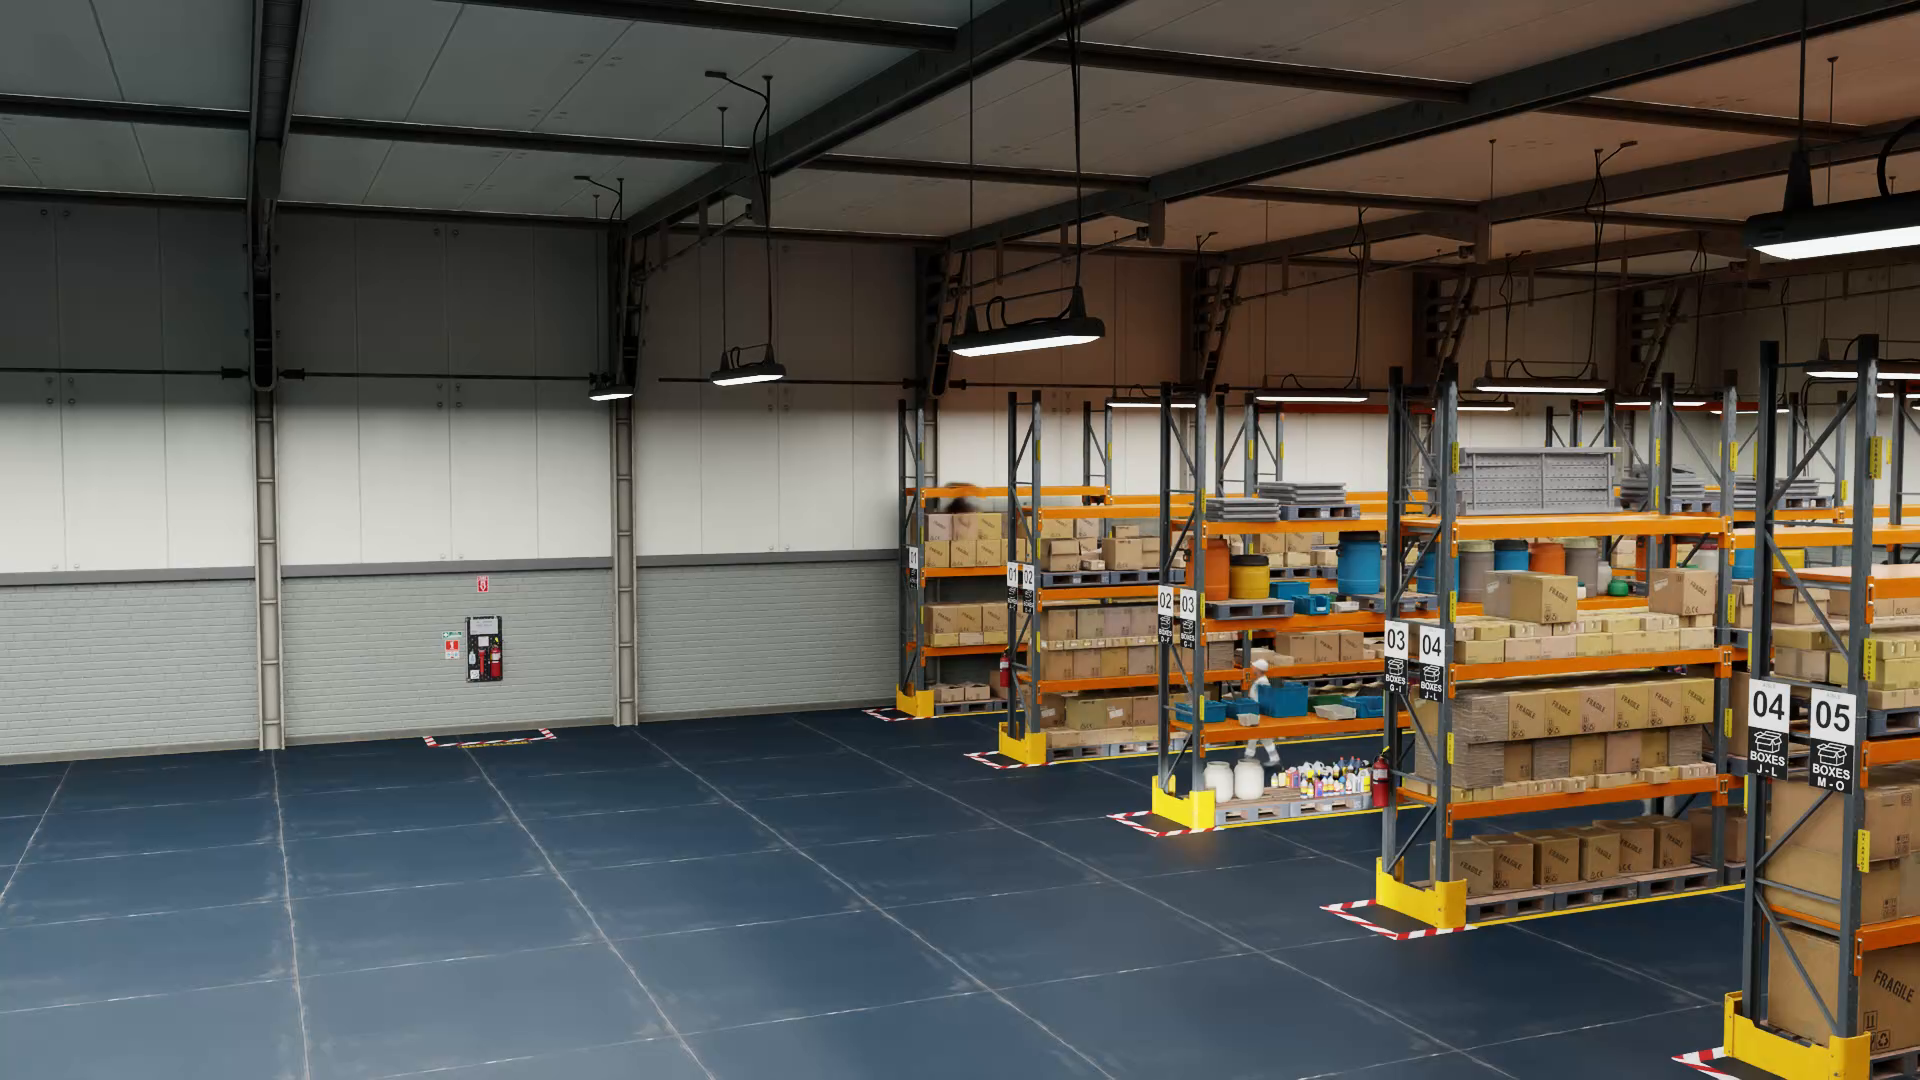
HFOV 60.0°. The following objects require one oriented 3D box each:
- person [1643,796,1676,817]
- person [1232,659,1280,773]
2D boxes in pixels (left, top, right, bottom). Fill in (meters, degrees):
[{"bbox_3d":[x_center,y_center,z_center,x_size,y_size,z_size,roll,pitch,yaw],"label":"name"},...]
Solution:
[{"bbox_3d":[9.303,2.980,22.153,0.537,1.763,0.524,-2,4,-28],"label":"person"},{"bbox_3d":[4.630,2.742,26.132,0.994,1.747,0.661,-2,4,-25],"label":"person"}]
